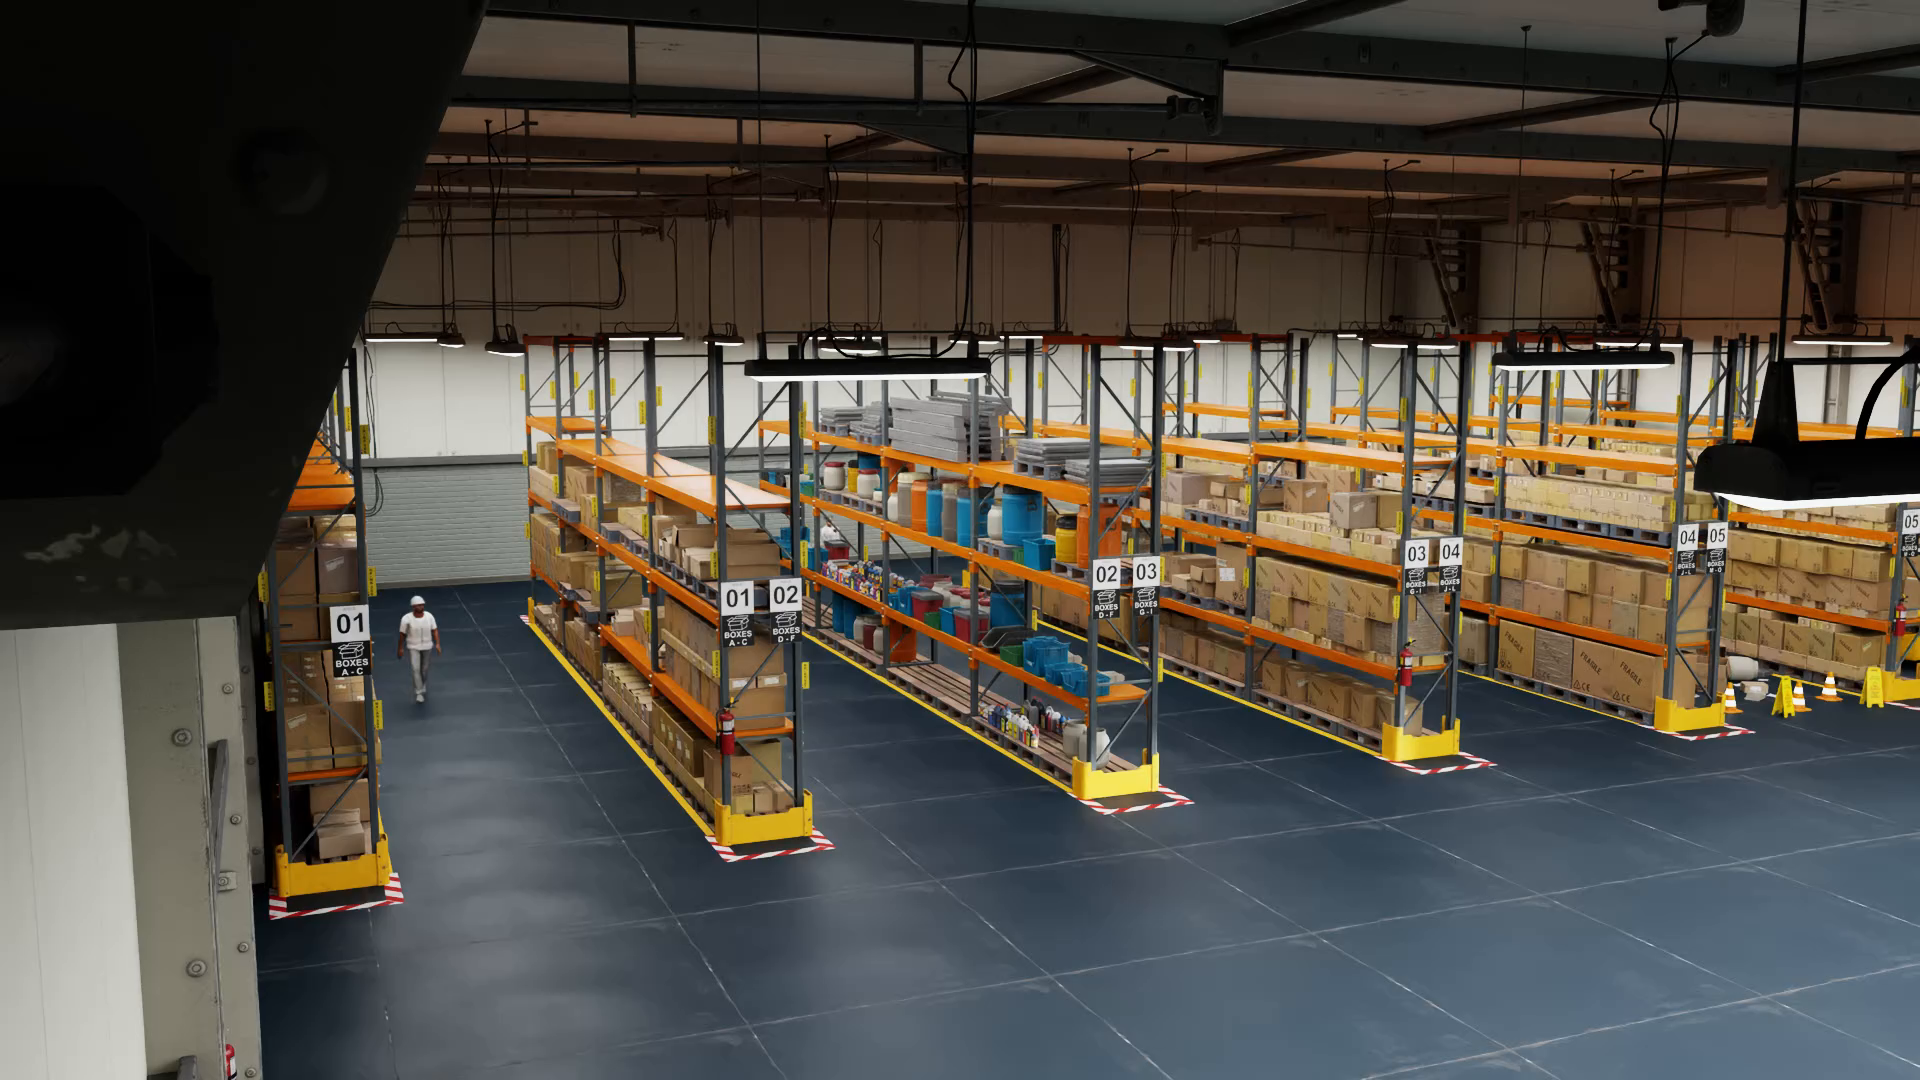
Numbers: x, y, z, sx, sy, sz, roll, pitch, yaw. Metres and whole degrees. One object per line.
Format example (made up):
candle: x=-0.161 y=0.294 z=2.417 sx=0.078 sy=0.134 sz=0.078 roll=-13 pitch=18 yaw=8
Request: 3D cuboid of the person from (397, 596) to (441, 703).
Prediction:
person: x=-8.986 y=1.783 z=27.659 sx=0.657 sy=1.695 sz=1.067 roll=-5 pitch=9 yaw=-31

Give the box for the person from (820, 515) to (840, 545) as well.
person: x=-3.134 y=0.190 z=40.001 sx=0.488 sy=1.632 sz=0.852 roll=-3 pitch=8 yaw=-24

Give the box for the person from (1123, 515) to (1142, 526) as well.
person: x=4.531 y=-0.304 z=43.712 sx=0.469 sy=1.601 sz=1.098 roll=2 pitch=8 yaw=12
